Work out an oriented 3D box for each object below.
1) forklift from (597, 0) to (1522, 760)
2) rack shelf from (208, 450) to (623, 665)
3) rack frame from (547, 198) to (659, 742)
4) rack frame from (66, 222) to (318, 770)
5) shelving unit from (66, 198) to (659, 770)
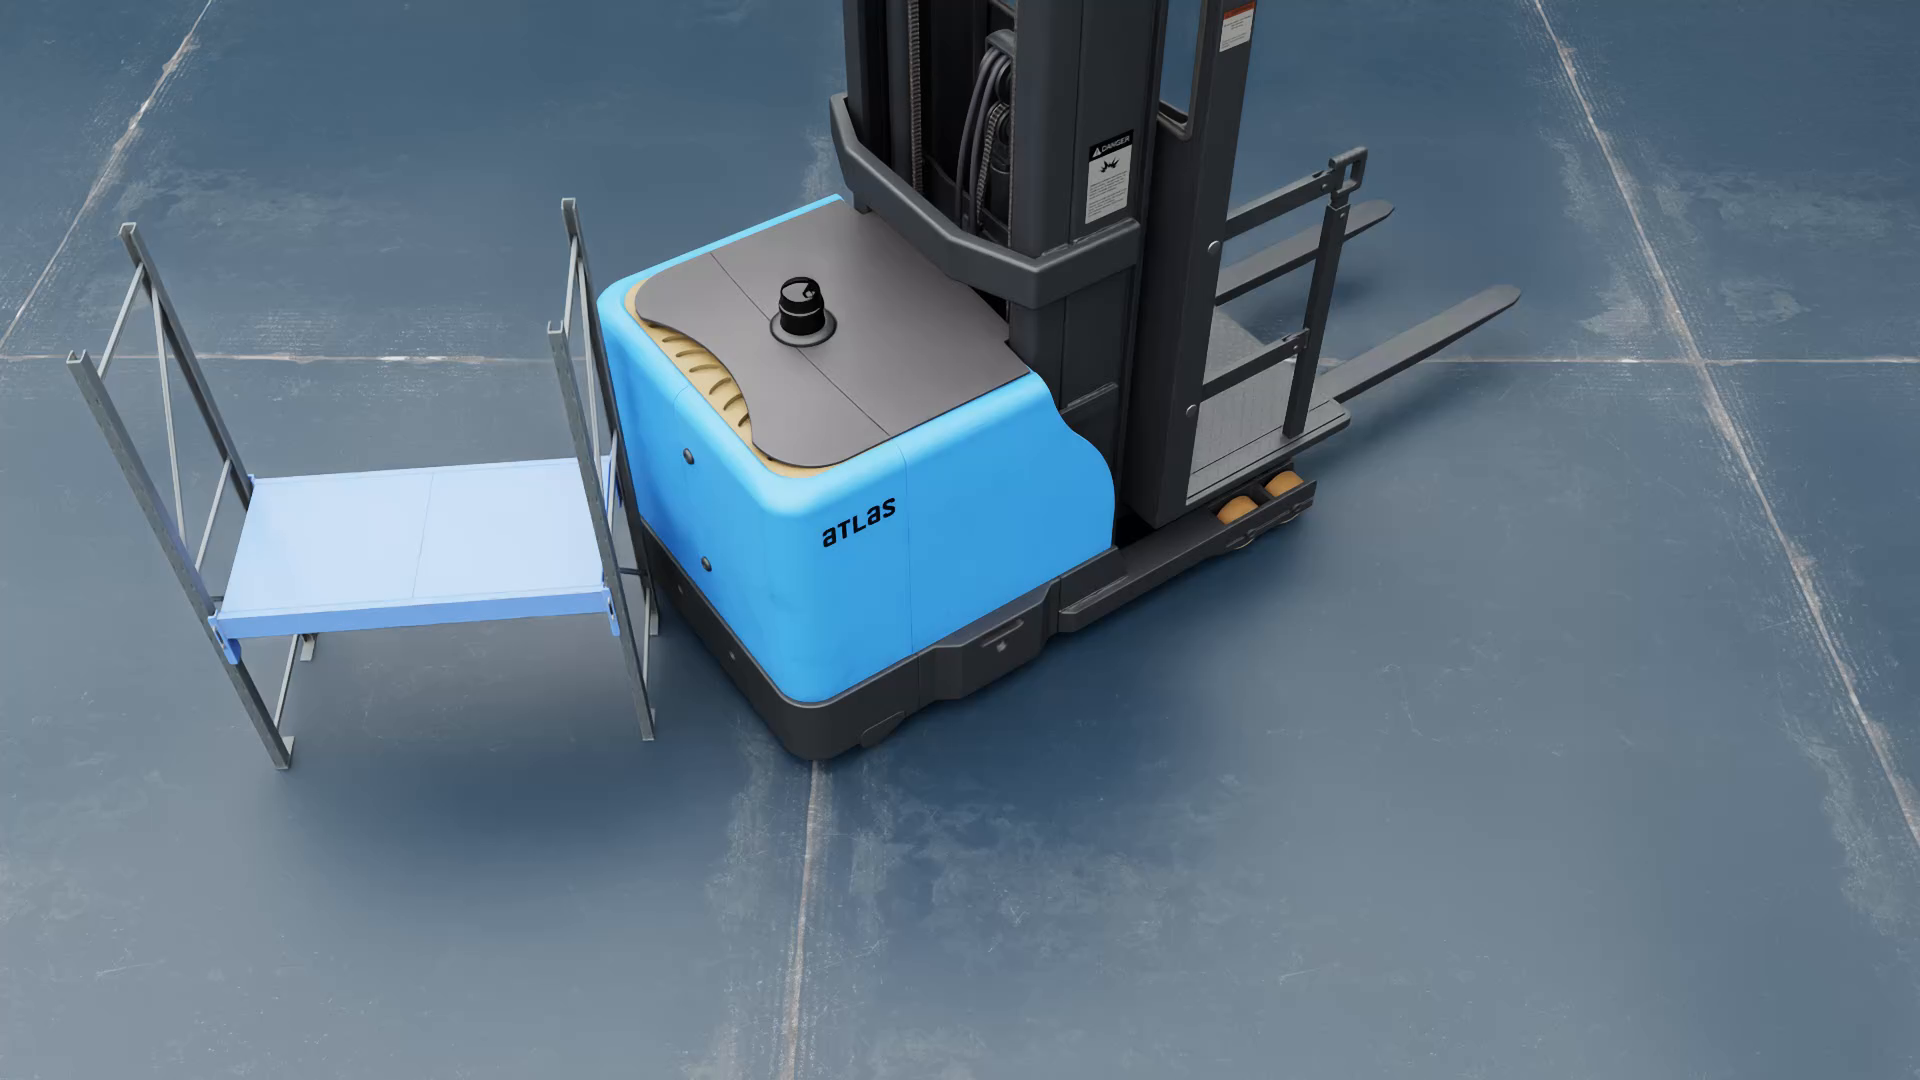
[{"bbox_3d":[0.512,-1.263,4.423,3.031,2.935,1.130,-27,53,-23],"label":"forklift"},{"bbox_3d":[-1.413,0.037,4.437,1.000,0.185,0.538,-4,47,-4],"label":"rack shelf"},{"bbox_3d":[-0.907,-0.122,4.339,0.032,1.500,0.500,-4,47,-4],"label":"rack frame"},{"bbox_3d":[-1.919,-0.050,4.272,0.032,1.500,0.500,-4,47,-4],"label":"rack frame"},{"bbox_3d":[-1.413,-0.086,4.305,1.048,1.500,0.538,-4,47,-4],"label":"shelving unit"}]
